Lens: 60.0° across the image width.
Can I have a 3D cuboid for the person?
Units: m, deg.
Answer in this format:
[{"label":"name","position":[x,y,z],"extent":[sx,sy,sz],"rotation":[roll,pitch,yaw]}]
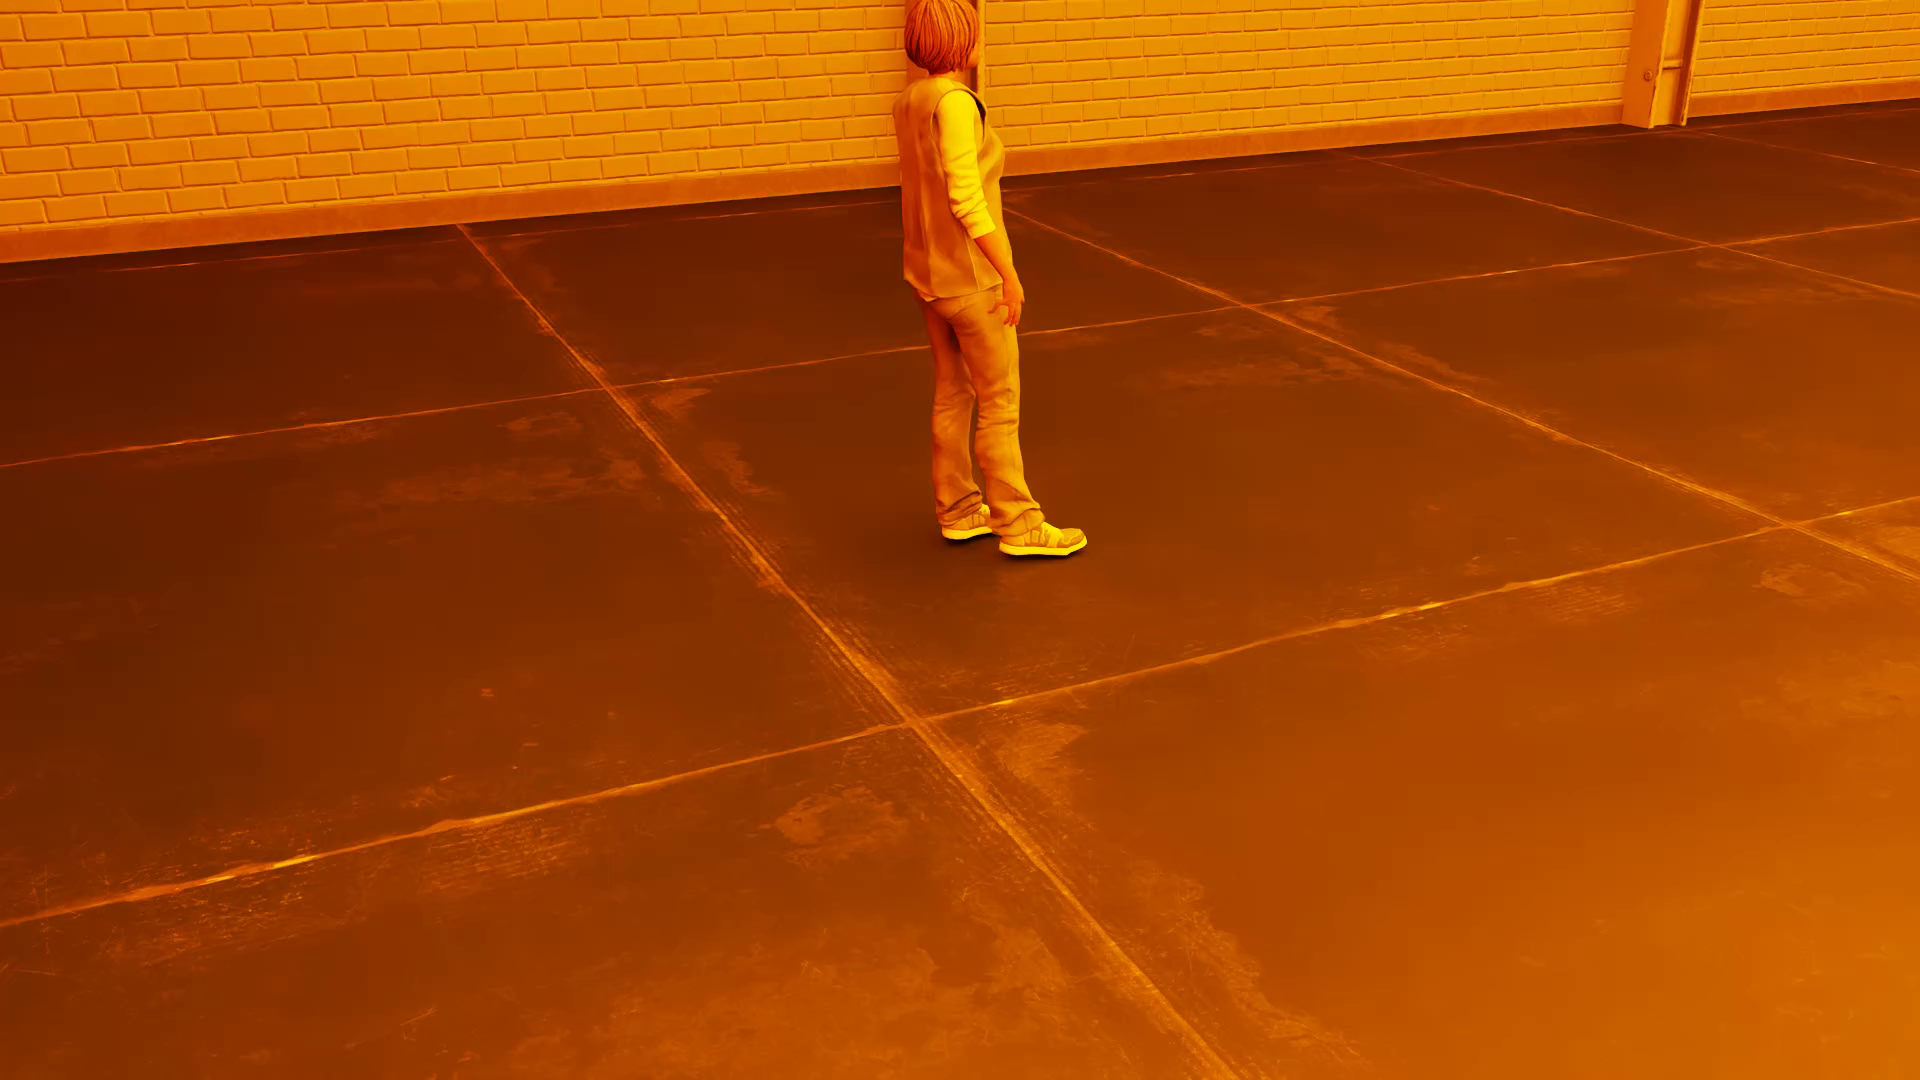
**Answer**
[{"label":"person","position":[0.073,-0.751,4.814],"extent":[0.475,1.597,0.520],"rotation":[-10,25,-23]}]
